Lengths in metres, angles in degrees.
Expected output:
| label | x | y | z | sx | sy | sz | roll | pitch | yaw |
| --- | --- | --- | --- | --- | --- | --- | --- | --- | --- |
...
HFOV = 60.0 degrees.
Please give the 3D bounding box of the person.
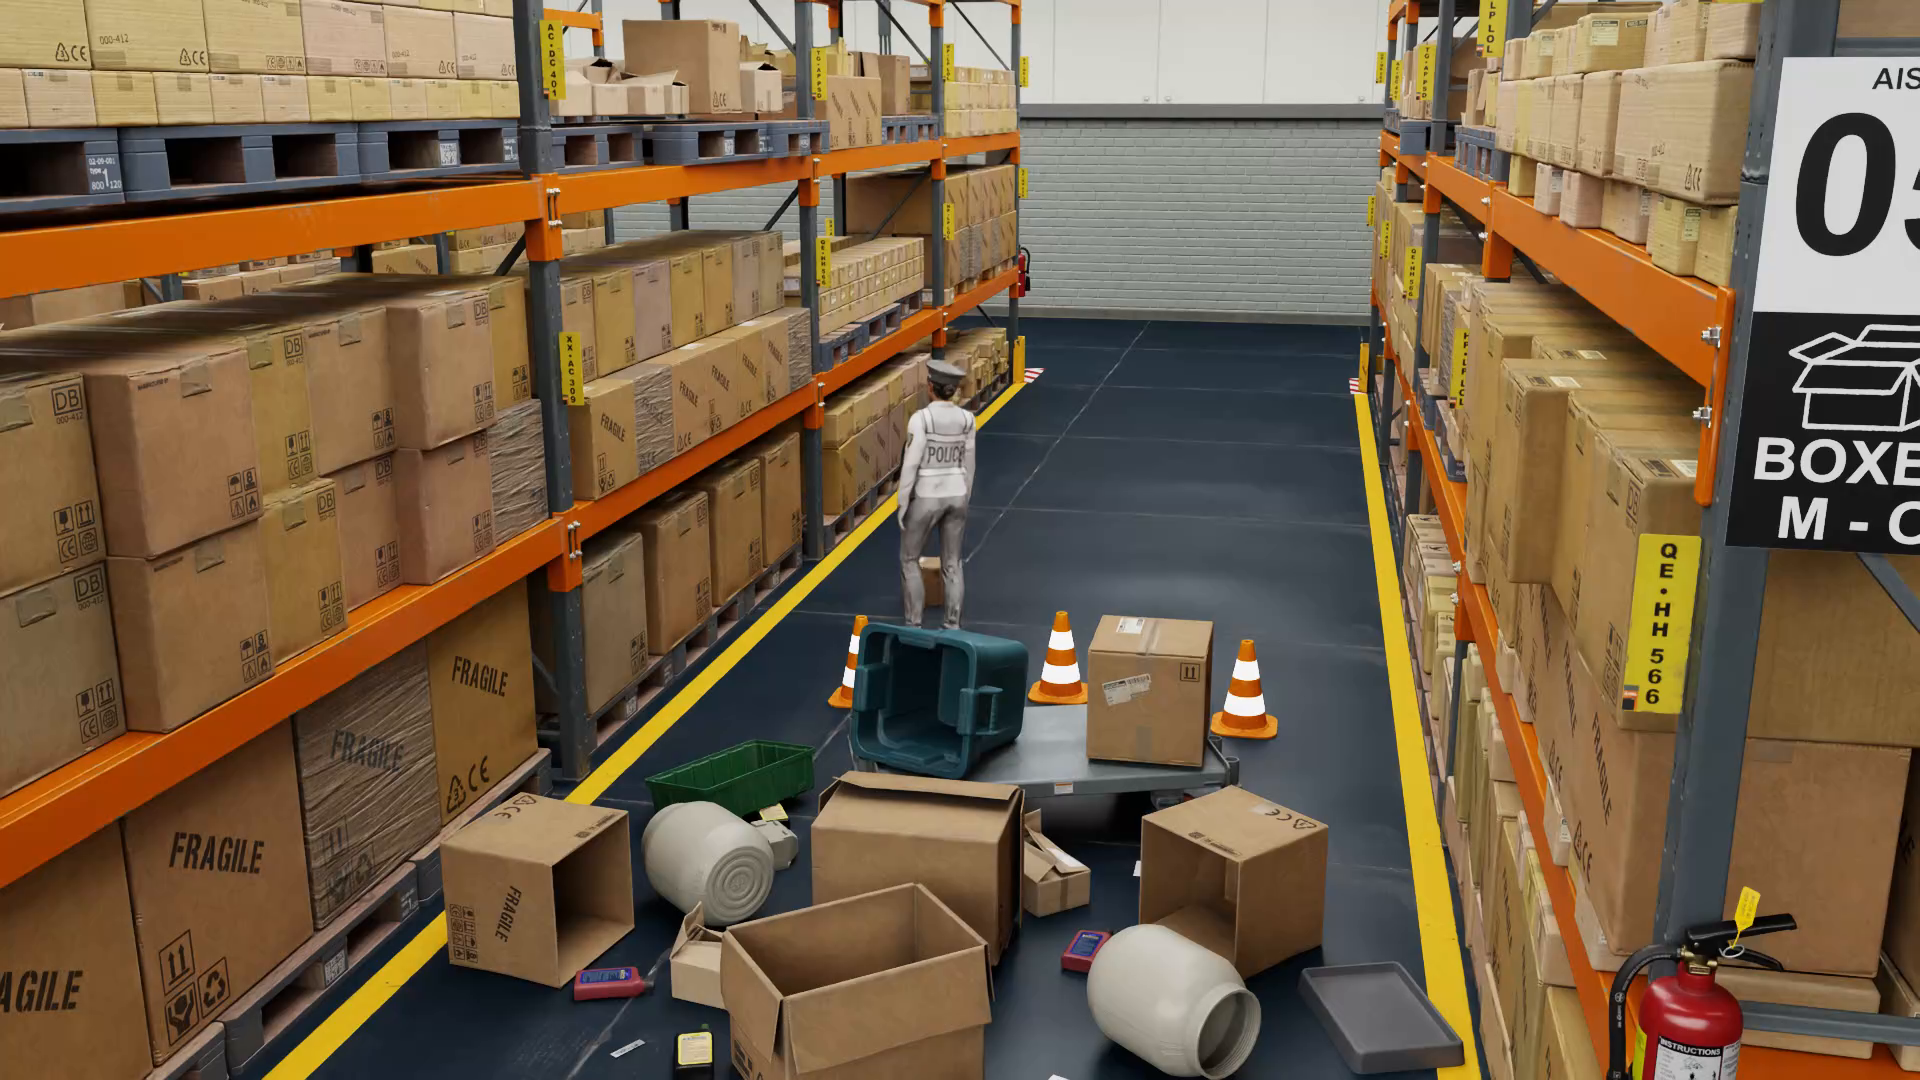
| label | x | y | z | sx | sy | sz | roll | pitch | yaw |
| --- | --- | --- | --- | --- | --- | --- | --- | --- | --- |
| person | -0.143 | -0.178 | 9.689 | 0.562 | 1.704 | 0.377 | -8 | 17 | -29 |
